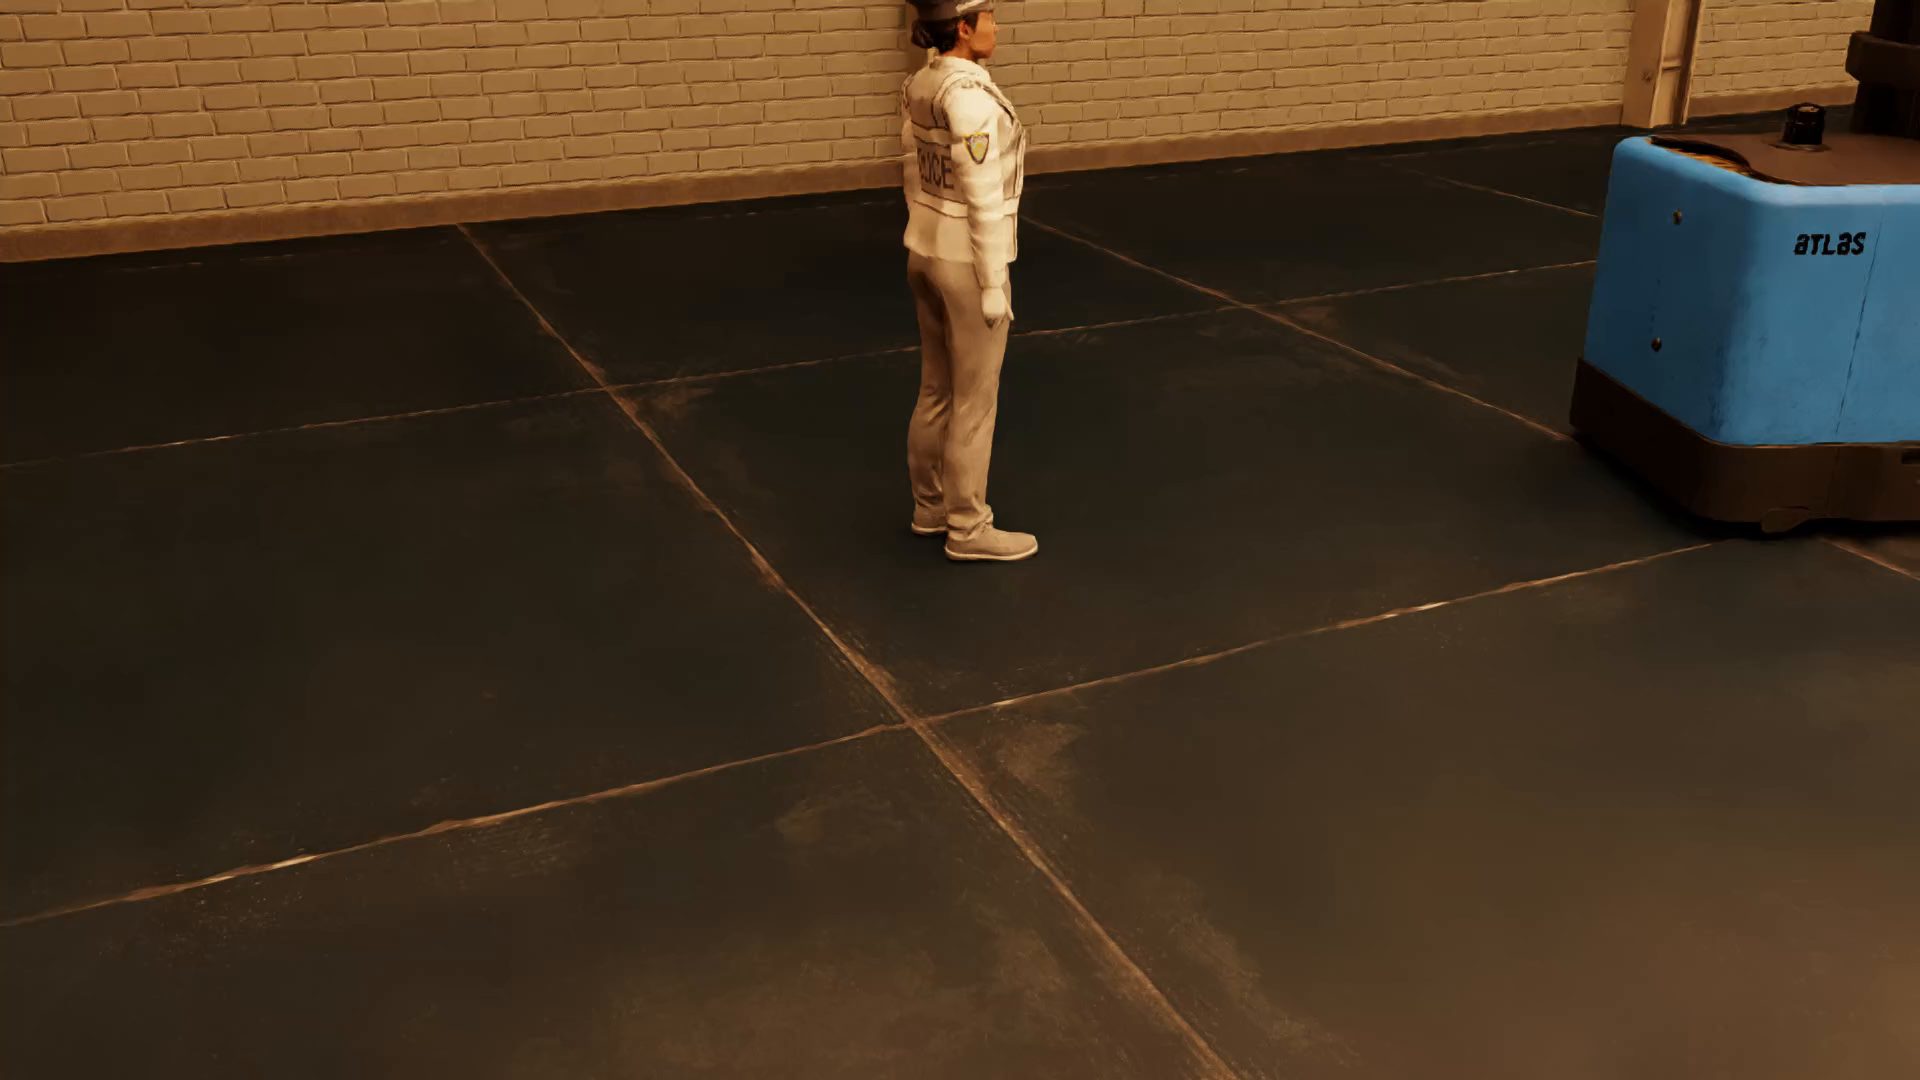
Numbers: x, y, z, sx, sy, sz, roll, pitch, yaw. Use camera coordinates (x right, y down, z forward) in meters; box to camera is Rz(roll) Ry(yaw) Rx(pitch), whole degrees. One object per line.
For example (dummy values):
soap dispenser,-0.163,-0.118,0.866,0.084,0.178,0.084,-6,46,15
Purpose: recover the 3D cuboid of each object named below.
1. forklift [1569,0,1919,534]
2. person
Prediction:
forklift,3.718,-1.589,5.112,3.031,2.935,1.130,-2,23,-5
person,0.013,-0.782,4.790,0.337,1.692,0.463,-10,25,-23
